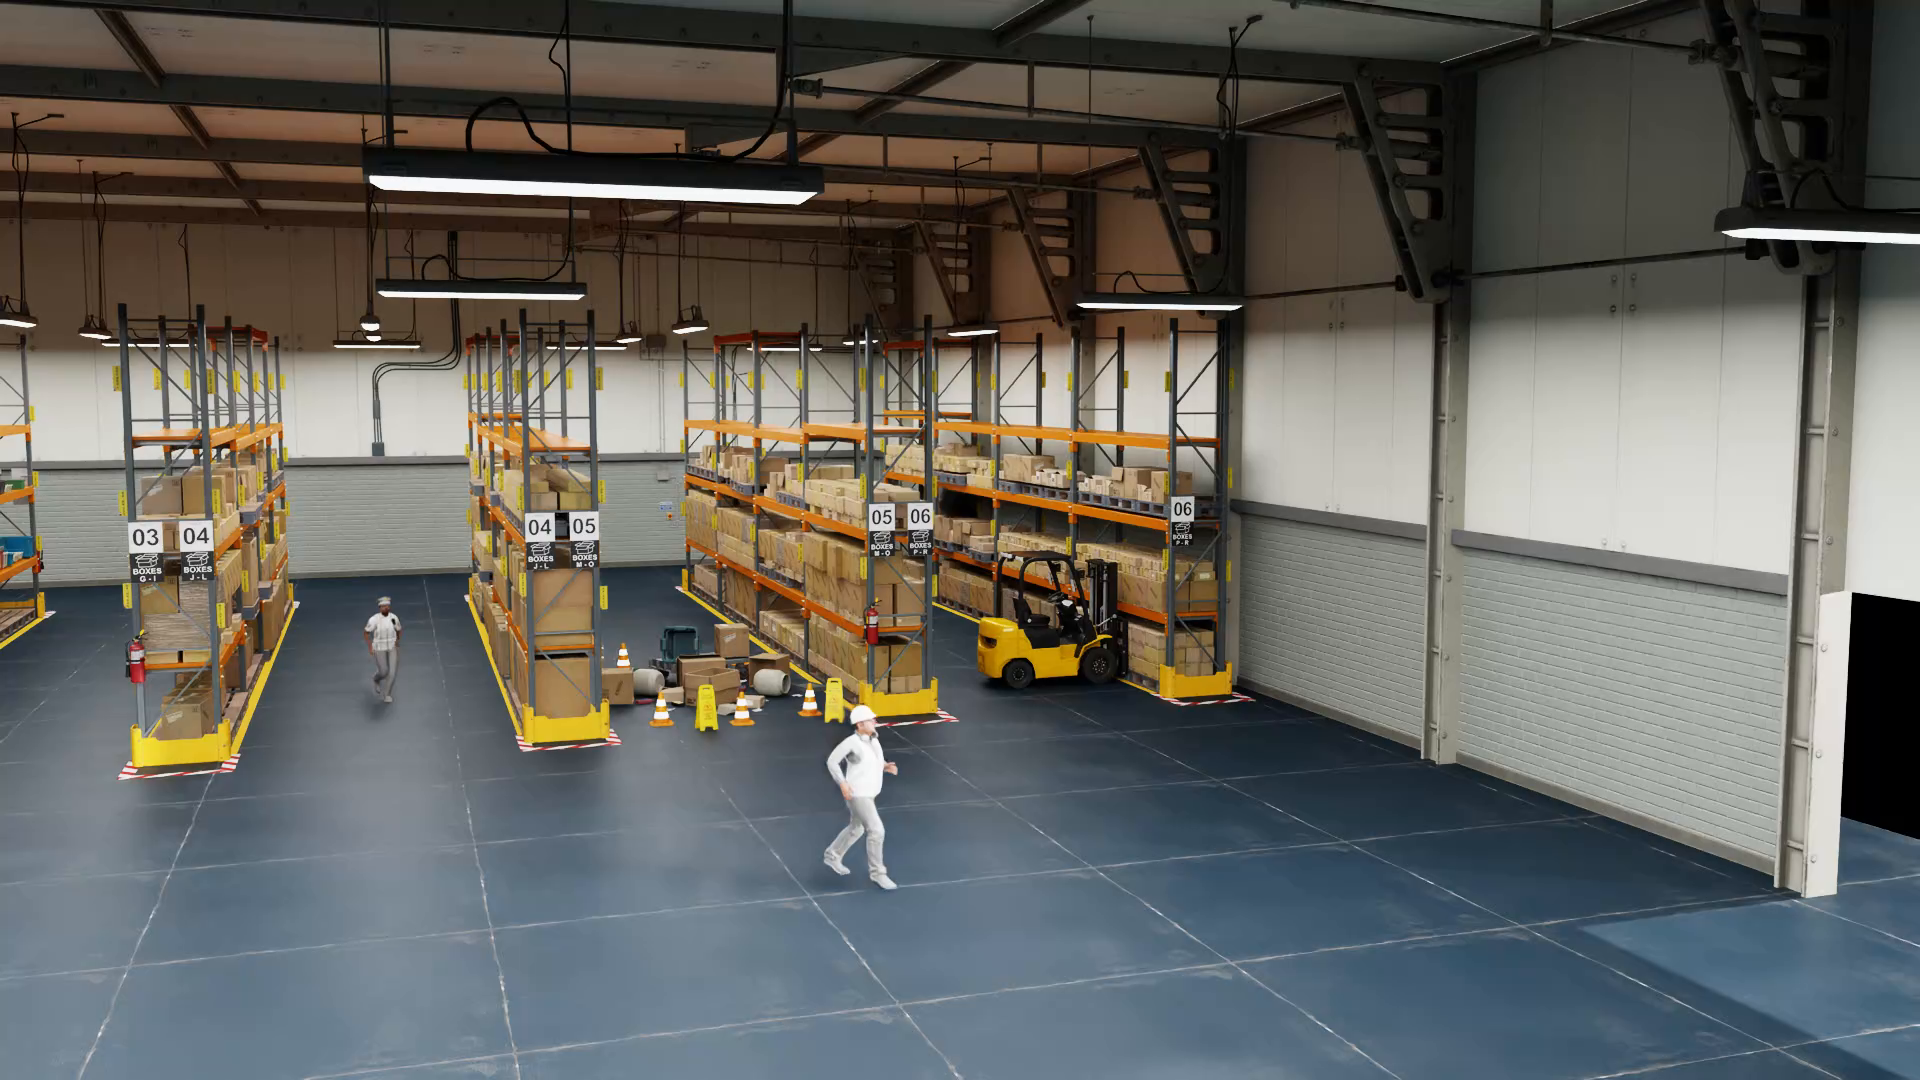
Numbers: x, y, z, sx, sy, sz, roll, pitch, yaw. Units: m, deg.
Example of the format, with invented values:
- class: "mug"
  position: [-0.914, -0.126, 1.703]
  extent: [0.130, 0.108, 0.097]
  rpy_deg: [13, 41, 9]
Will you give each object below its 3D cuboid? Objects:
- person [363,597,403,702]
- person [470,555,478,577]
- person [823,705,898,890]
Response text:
- class: "person"
  position: [-9.010, 1.712, 26.082]
  extent: [0.574, 1.658, 0.558]
  rpy_deg: [-4, 7, -35]
- class: "person"
  position: [-11.335, 0.466, 39.399]
  extent: [0.558, 1.641, 0.613]
  rpy_deg: [-2, 6, -22]
- class: "person"
  position: [-0.997, 2.544, 16.628]
  extent: [0.835, 1.809, 0.649]
  rpy_deg: [2, 6, 17]
